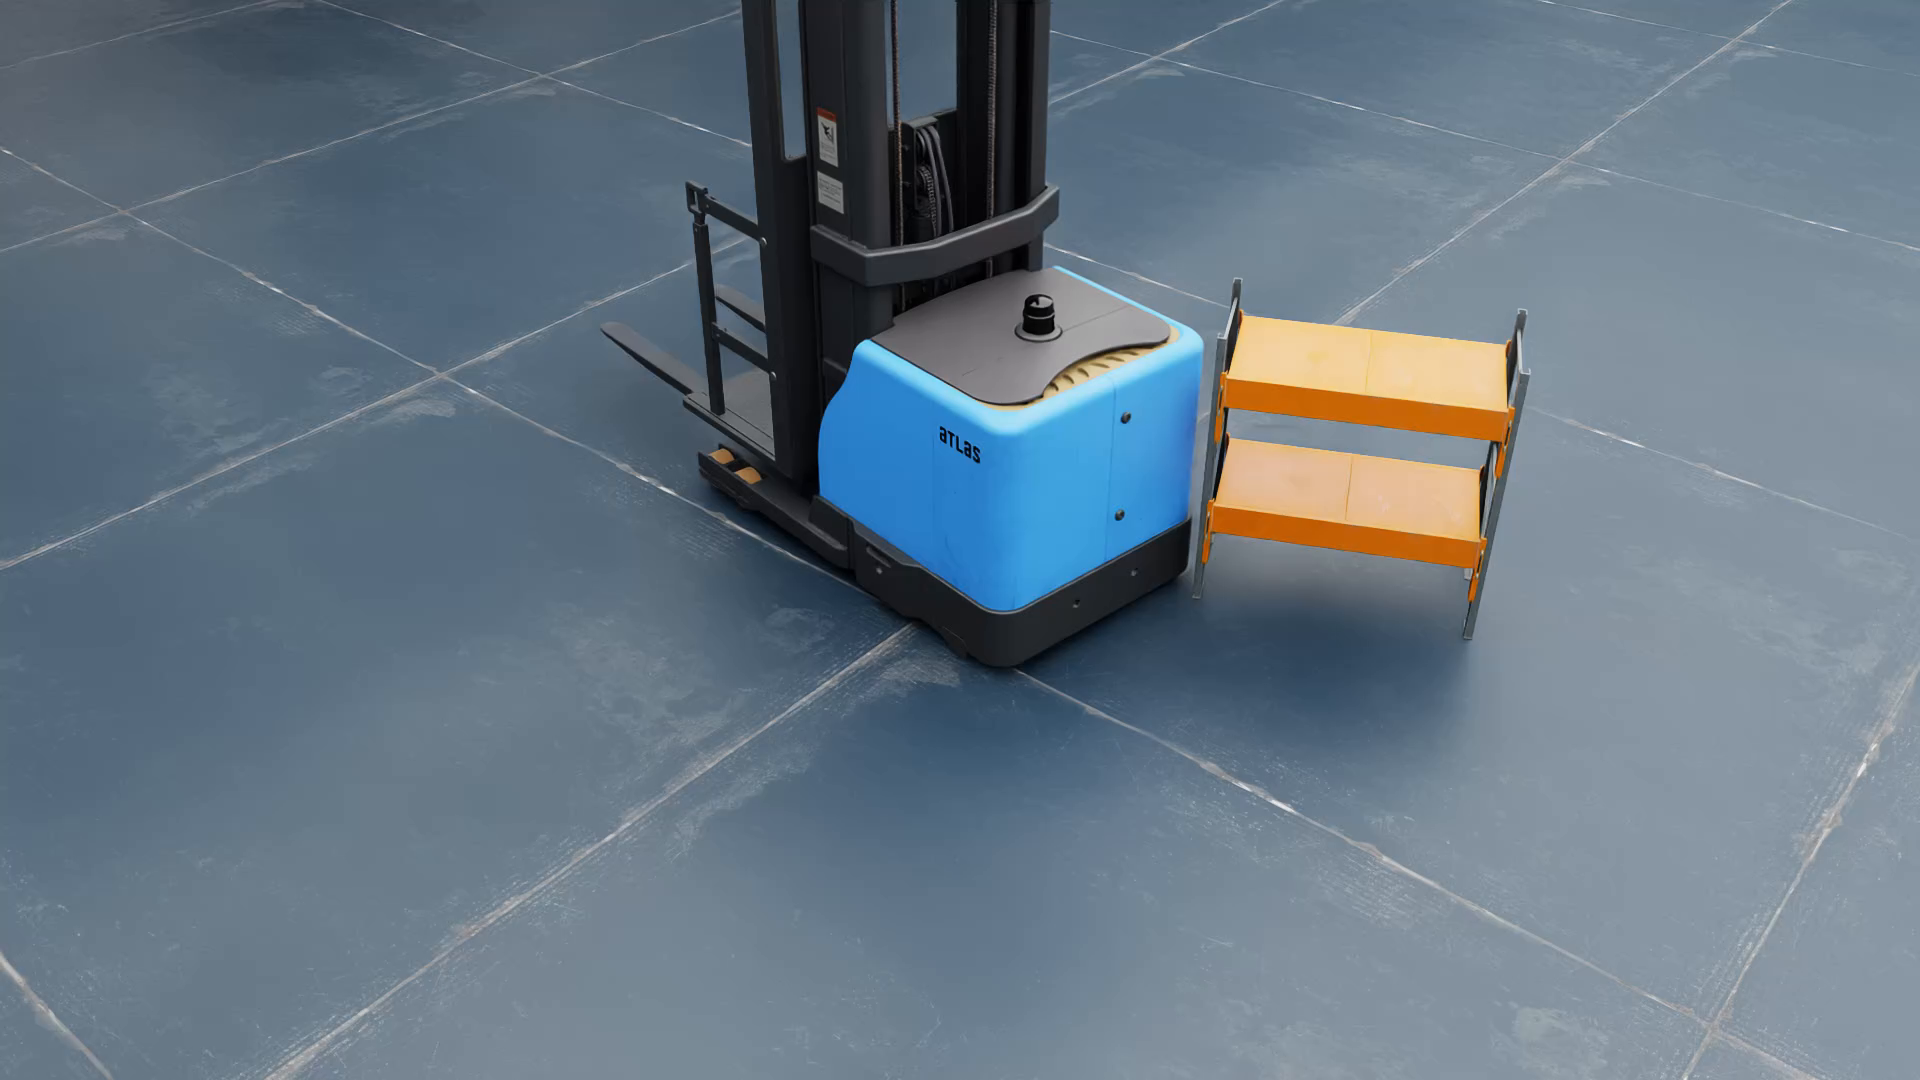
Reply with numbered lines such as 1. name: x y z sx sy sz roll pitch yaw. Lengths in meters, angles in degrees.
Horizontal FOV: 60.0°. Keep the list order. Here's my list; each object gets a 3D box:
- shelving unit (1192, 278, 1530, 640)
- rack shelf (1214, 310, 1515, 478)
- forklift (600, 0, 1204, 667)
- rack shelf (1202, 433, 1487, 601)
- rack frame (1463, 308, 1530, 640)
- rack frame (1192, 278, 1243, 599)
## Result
1. shelving unit: 1.466 -0.301 6.195 1.048 1.125 0.538 8 35 12
2. rack shelf: 1.466 -0.542 6.029 1.000 0.278 0.538 8 35 12
3. forklift: -0.454 -1.510 6.360 1.130 2.935 3.031 -26 42 -33
4. rack shelf: 1.466 -0.100 6.333 1.000 0.278 0.538 8 35 12
5. rack frame: 1.958 -0.229 6.090 0.032 1.125 0.500 8 35 12
6. rack frame: 0.973 -0.373 6.300 0.032 1.125 0.500 8 35 12
